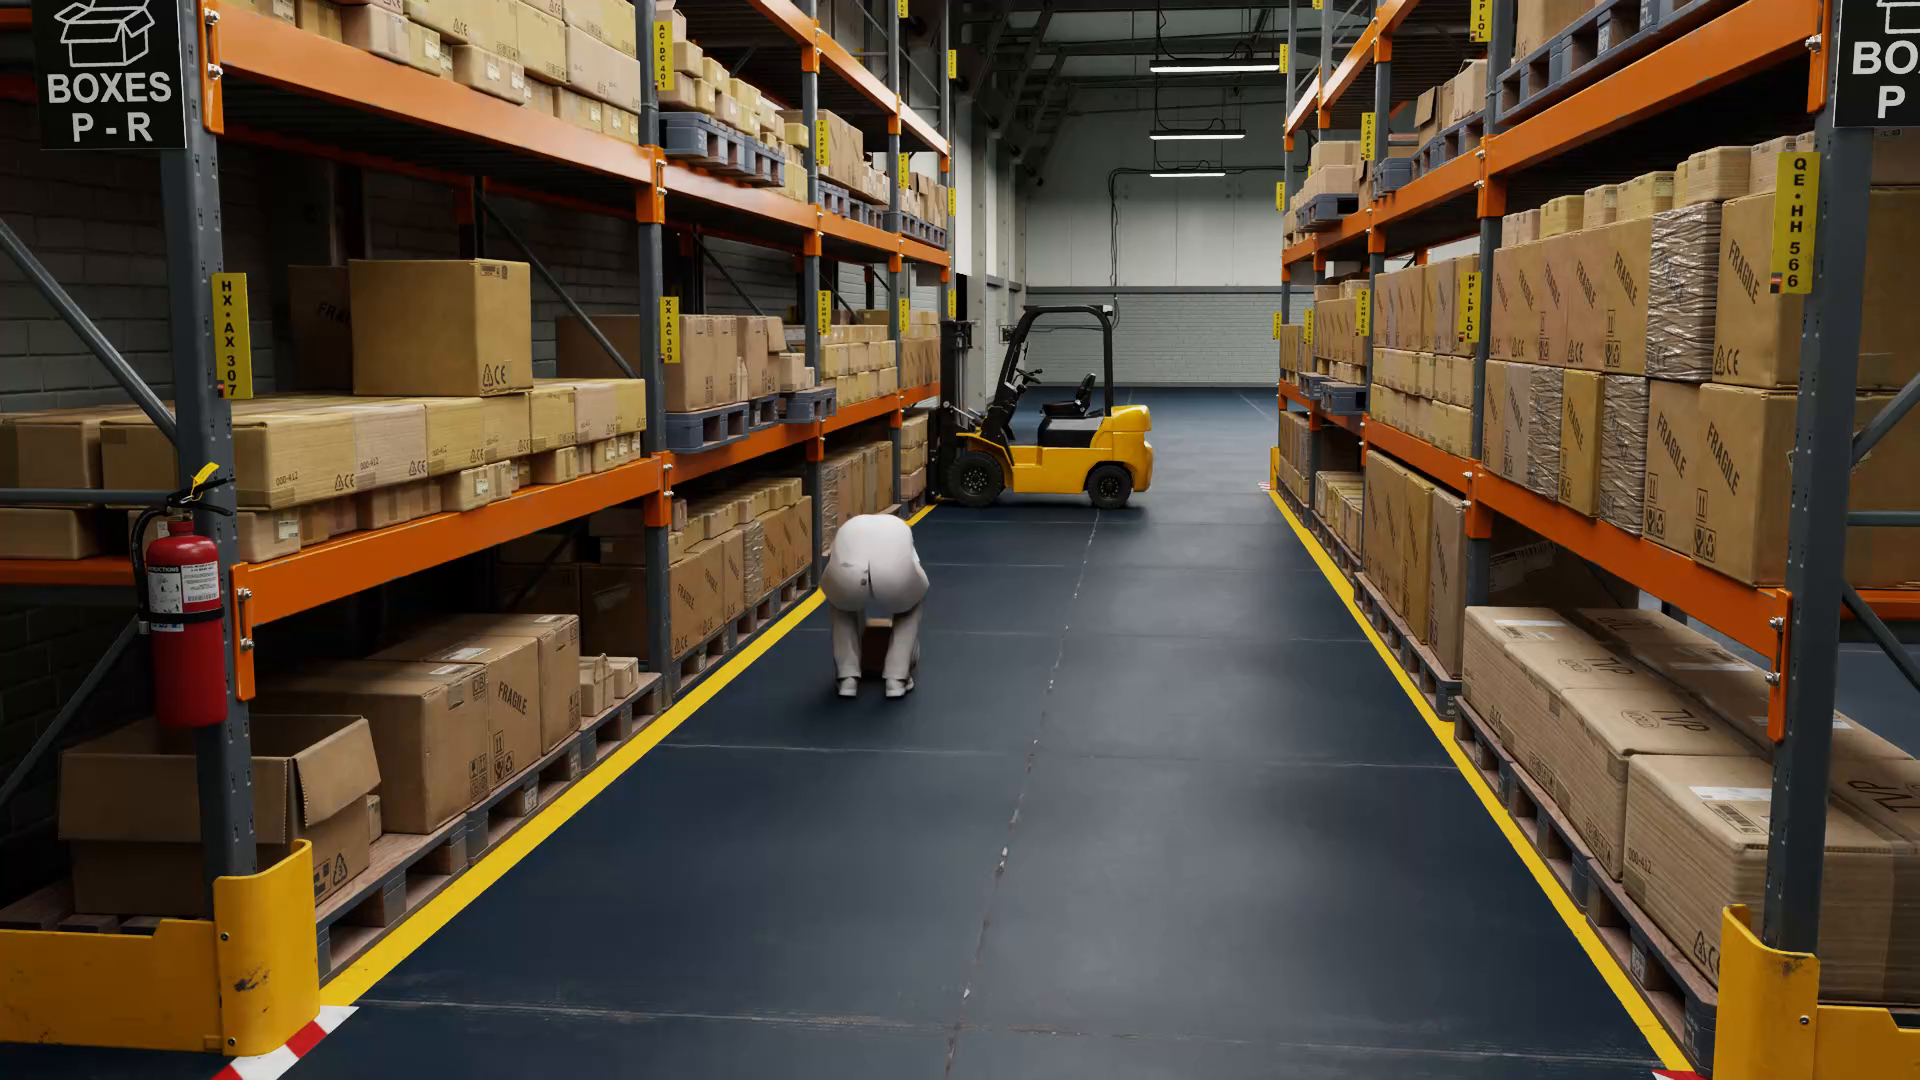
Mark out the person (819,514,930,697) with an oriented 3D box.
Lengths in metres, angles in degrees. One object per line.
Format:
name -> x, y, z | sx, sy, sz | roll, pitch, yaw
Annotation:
person -> -0.453, 0.316, 9.043 | 0.594, 0.964, 0.952 | 0, 7, 2
